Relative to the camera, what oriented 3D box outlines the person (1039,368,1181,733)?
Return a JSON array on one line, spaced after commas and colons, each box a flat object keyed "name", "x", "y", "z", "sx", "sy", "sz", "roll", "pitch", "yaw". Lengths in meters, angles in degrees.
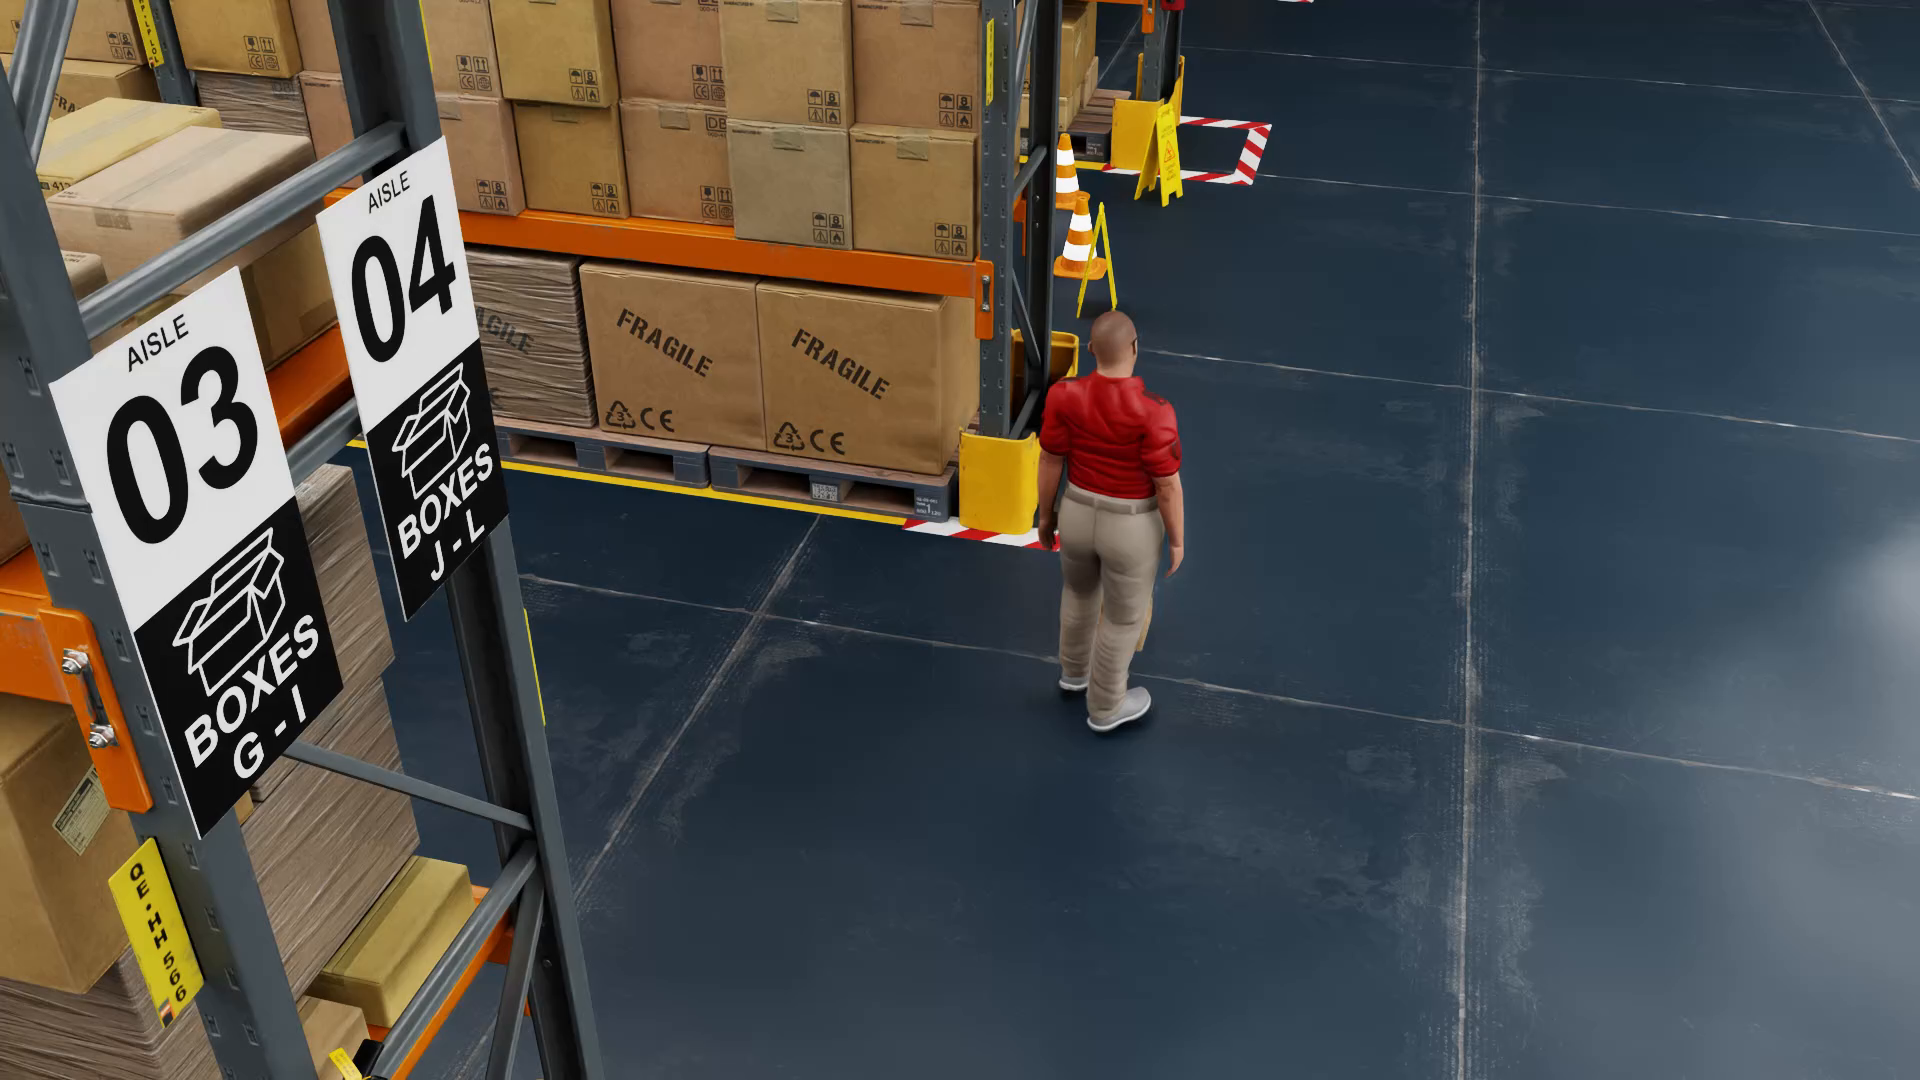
[{"name": "person", "x": 0.600, "y": 0.026, "z": 6.337, "sx": 0.533, "sy": 1.588, "sz": 0.474, "roll": 19, "pitch": 37, "yaw": 27}]
